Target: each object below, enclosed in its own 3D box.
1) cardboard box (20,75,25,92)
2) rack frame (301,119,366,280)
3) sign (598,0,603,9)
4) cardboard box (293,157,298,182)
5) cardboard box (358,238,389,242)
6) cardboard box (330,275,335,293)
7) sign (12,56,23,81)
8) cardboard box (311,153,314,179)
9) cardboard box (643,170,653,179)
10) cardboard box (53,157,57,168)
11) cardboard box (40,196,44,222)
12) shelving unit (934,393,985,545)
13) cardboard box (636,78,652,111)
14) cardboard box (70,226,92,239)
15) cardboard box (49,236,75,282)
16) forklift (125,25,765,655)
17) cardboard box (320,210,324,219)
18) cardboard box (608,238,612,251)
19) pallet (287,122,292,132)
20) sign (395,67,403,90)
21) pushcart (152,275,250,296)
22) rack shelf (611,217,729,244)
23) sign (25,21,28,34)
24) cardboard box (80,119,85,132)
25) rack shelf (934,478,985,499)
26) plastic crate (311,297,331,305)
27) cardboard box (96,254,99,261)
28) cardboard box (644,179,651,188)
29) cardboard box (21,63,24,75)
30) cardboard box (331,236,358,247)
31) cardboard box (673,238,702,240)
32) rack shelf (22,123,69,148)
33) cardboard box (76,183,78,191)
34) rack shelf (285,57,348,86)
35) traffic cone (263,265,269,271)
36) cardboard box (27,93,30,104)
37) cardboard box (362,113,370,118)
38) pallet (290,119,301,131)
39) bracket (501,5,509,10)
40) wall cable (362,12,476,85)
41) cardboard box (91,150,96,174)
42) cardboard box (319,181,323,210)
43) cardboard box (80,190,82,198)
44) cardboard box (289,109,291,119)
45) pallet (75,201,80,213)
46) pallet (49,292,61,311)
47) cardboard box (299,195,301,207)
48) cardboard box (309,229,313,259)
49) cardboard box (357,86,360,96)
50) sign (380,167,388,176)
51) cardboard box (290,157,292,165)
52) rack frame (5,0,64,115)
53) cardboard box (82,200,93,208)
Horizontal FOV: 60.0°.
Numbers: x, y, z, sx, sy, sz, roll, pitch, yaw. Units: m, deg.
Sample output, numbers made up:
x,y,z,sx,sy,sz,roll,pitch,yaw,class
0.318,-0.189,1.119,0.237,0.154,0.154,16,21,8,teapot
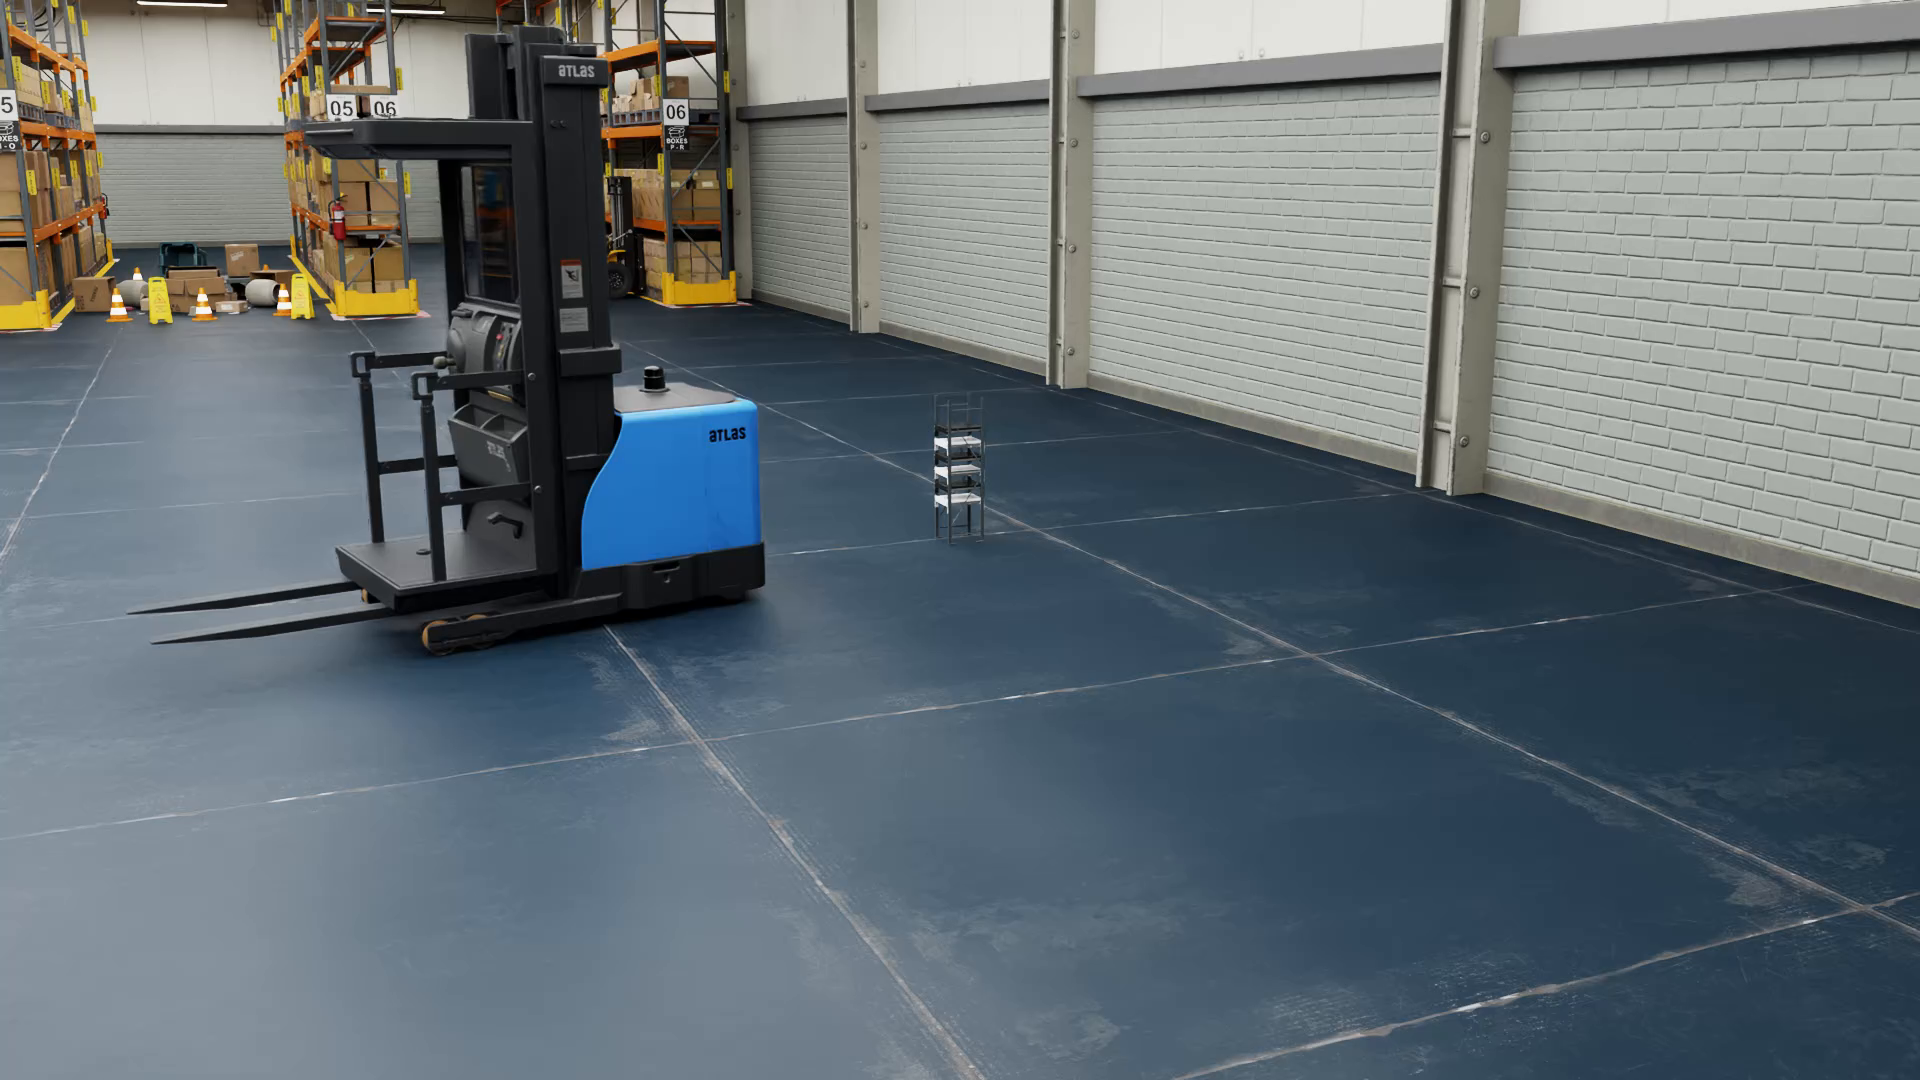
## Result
x,y,z,sx,sy,sz,roll,pitch,yaw,class
-13.438,-6.419,23.320,0.500,0.250,0.500,-6,14,-24,cardboard box
-11.985,-6.526,31.913,1.000,3.000,0.127,-6,14,-23,rack frame
-6.328,-9.513,29.270,0.100,0.325,0.005,-6,14,-23,sign
-13.674,-7.771,34.855,0.500,0.500,0.500,-5,14,-22,cardboard box
-9.900,-4.832,28.097,0.500,0.500,0.500,-6,14,-24,cardboard box
-9.766,-4.096,26.581,0.500,0.250,0.500,-6,14,-25,cardboard box
-12.764,-6.380,22.515,0.100,0.325,0.005,-6,14,-23,sign
-10.044,-6.056,26.784,0.700,0.500,0.500,-6,14,-24,cardboard box
-5.065,-6.088,27.703,0.380,0.149,0.250,-5,14,-22,cardboard box
-16.105,-6.395,28.911,0.700,0.500,0.500,-6,14,-24,cardboard box
-14.065,-4.895,24.535,0.875,0.550,0.500,-6,14,-23,cardboard box
-0.003,-0.440,10.276,0.258,0.900,0.210,-6,14,-23,shelving unit
-4.953,-7.375,27.557,0.700,0.500,0.500,-6,14,-23,cardboard box
-17.552,-6.105,33.045,0.500,0.250,0.500,-6,14,-24,cardboard box
-15.965,-4.852,28.739,1.050,0.750,0.750,-5,14,-22,cardboard box
-2.554,-1.010,8.234,3.031,2.935,1.130,-9,16,-34,forklift
-10.550,-5.483,27.964,0.380,0.149,0.250,-6,14,-23,cardboard box
-6.055,-5.303,30.965,0.875,0.625,0.625,-5,14,-20,cardboard box
-14.390,-9.192,36.977,1.003,0.211,1.213,-6,14,-23,pallet
-8.283,-6.809,24.547,0.100,0.325,0.005,-6,14,-23,sign
-12.452,-4.205,27.704,1.648,0.377,0.936,-12,18,-42,pushcart
-5.035,-5.385,28.579,1.077,0.370,4.000,-6,14,-23,rack shelf
-20.182,-11.078,36.030,0.100,0.325,0.005,-6,14,-23,sign
-18.026,-8.392,33.657,0.500,0.250,0.500,-5,14,-20,cardboard box
-0.003,-0.320,10.303,0.258,0.077,0.200,-6,14,-23,rack shelf
-10.505,-3.878,26.950,0.402,0.080,0.583,-12,18,-42,plastic crate
-17.934,-5.804,34.186,0.380,0.149,0.250,-6,14,-25,cardboard box
-5.046,-5.945,27.746,0.380,0.149,0.250,-6,14,-25,cardboard box
-13.524,-6.693,23.621,0.380,0.149,0.250,-6,14,-24,cardboard box
-9.549,-4.631,25.791,0.380,0.149,0.250,-5,14,-21,cardboard box
-4.647,-4.998,28.260,0.500,0.250,0.500,-6,14,-23,cardboard box
-15.679,-6.755,27.848,1.077,0.370,4.000,-6,14,-23,rack shelf
-17.425,-6.885,32.431,0.380,0.149,0.250,-6,14,-25,cardboard box
-12.786,-9.316,33.148,1.077,0.370,4.000,-6,14,-23,rack shelf
-12.162,-4.593,29.189,0.336,0.463,0.334,-6,14,-23,traffic cone
-13.624,-6.358,23.939,0.380,0.149,0.250,-6,14,-23,cardboard box
-8.803,-6.356,25.084,0.380,0.149,0.250,-6,14,-25,cardboard box
-12.291,-8.023,32.150,1.213,0.211,1.003,-5,14,-20,pallet
-12.338,-14.486,45.019,0.235,0.232,0.430,-6,14,-23,bracket
-14.468,-12.580,44.686,2.988,3.039,0.133,-6,14,-23,wall cable
-18.854,-8.108,35.650,0.500,0.500,0.500,-5,14,-20,cardboard box
-10.239,-5.675,27.357,0.500,0.500,0.500,-6,14,-23,cardboard box
-17.742,-6.902,33.165,0.380,0.149,0.250,-6,14,-24,cardboard box
-13.707,-8.818,34.530,0.396,0.266,0.258,-6,14,-23,cardboard box
-16.863,-6.102,30.507,1.213,0.211,1.003,-6,14,-23,pallet
-14.645,-3.709,25.925,1.003,0.211,1.213,-6,14,-23,pallet
-13.253,-6.950,34.080,0.500,0.250,0.500,-6,14,-23,cardboard box
-13.266,-6.401,35.154,0.875,0.875,0.875,-5,14,-21,cardboard box
-8.851,-6.743,24.987,0.380,0.149,0.250,-6,14,-23,cardboard box
-15.620,-9.941,44.838,0.339,0.242,0.001,-6,14,-23,sign
-14.438,-8.170,36.580,0.500,0.500,0.500,-5,14,-22,cardboard box
-16.480,-8.980,29.214,1.000,3.000,0.127,-6,14,-23,rack frame
-17.896,-6.850,33.870,0.380,0.149,0.250,-5,14,-21,cardboard box
